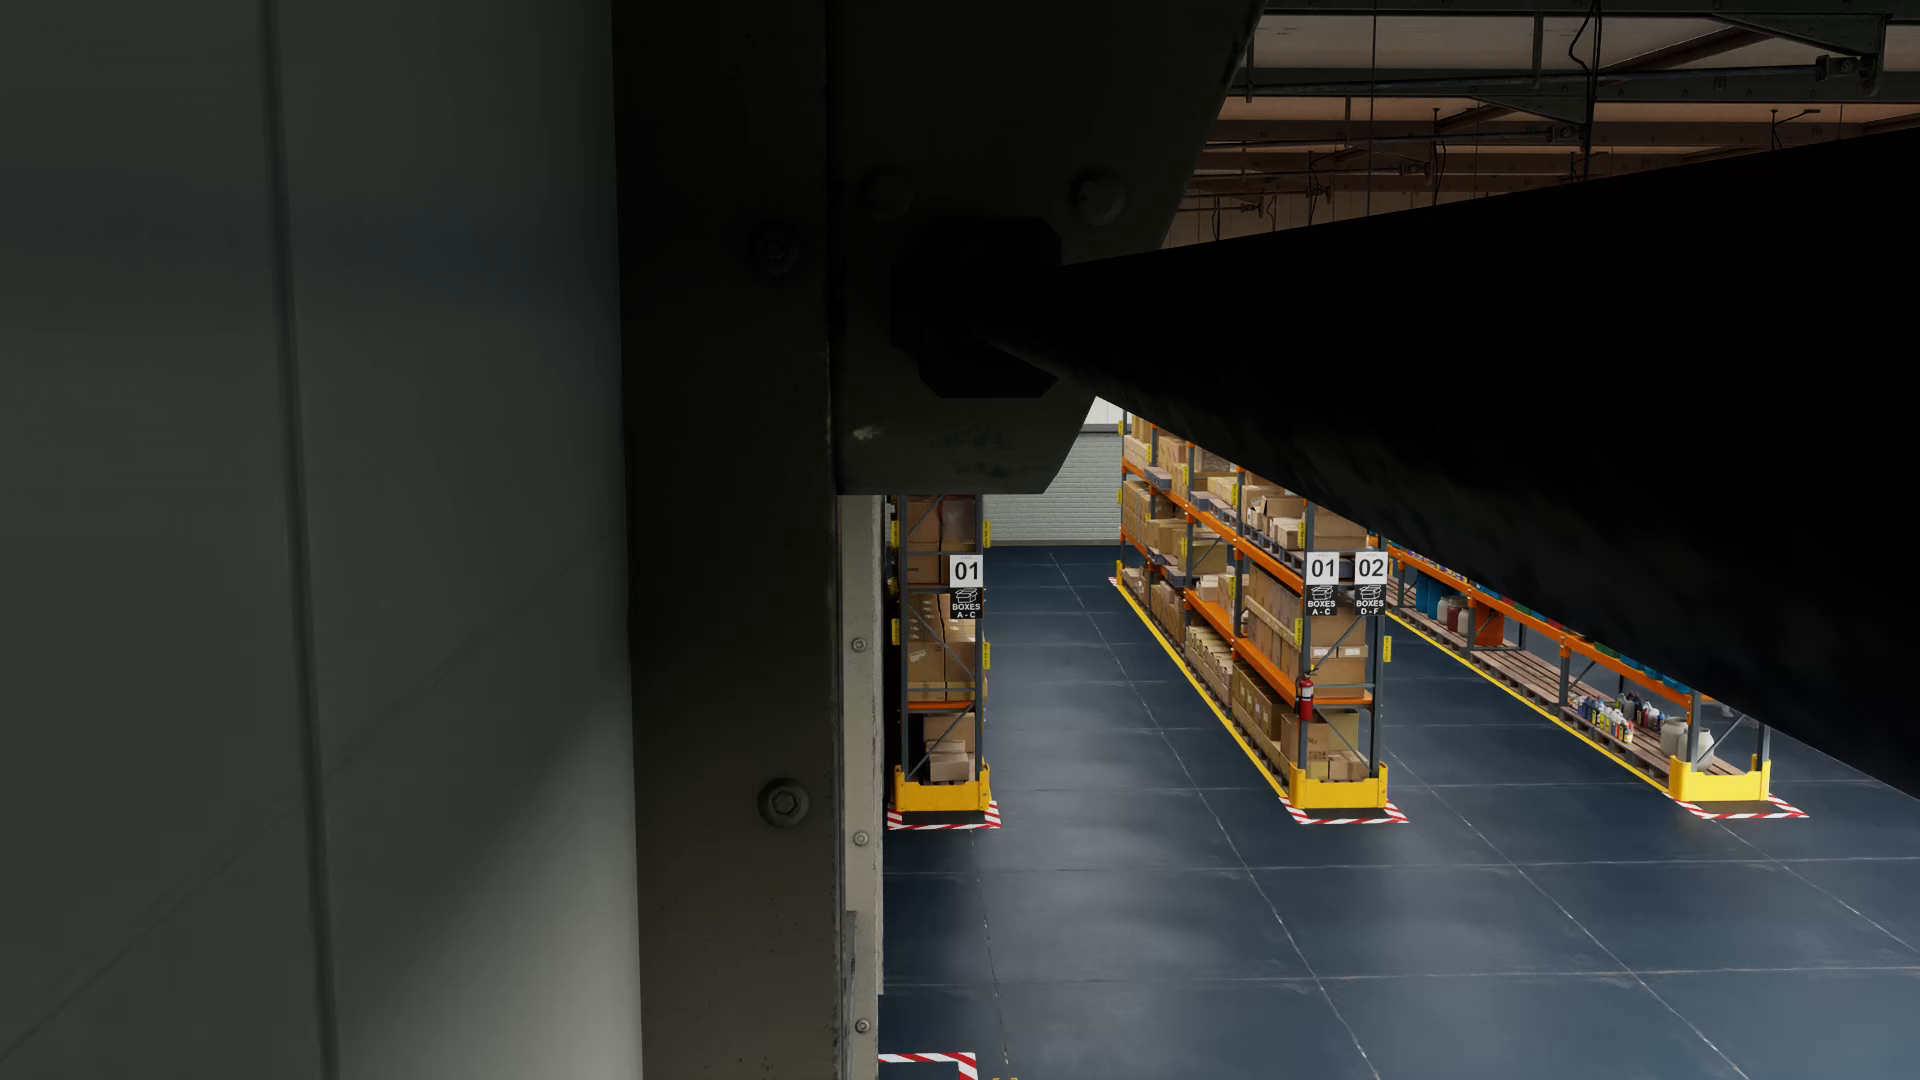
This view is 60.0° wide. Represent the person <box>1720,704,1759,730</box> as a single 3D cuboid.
[{"bbox_3d":[11.611,1.929,24.505,0.582,1.625,0.956,0,8,-1],"label":"person"}]

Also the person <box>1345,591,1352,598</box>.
[{"bbox_3d":[7.499,0.702,32.263,0.610,1.766,0.911,3,9,19],"label":"person"}]
